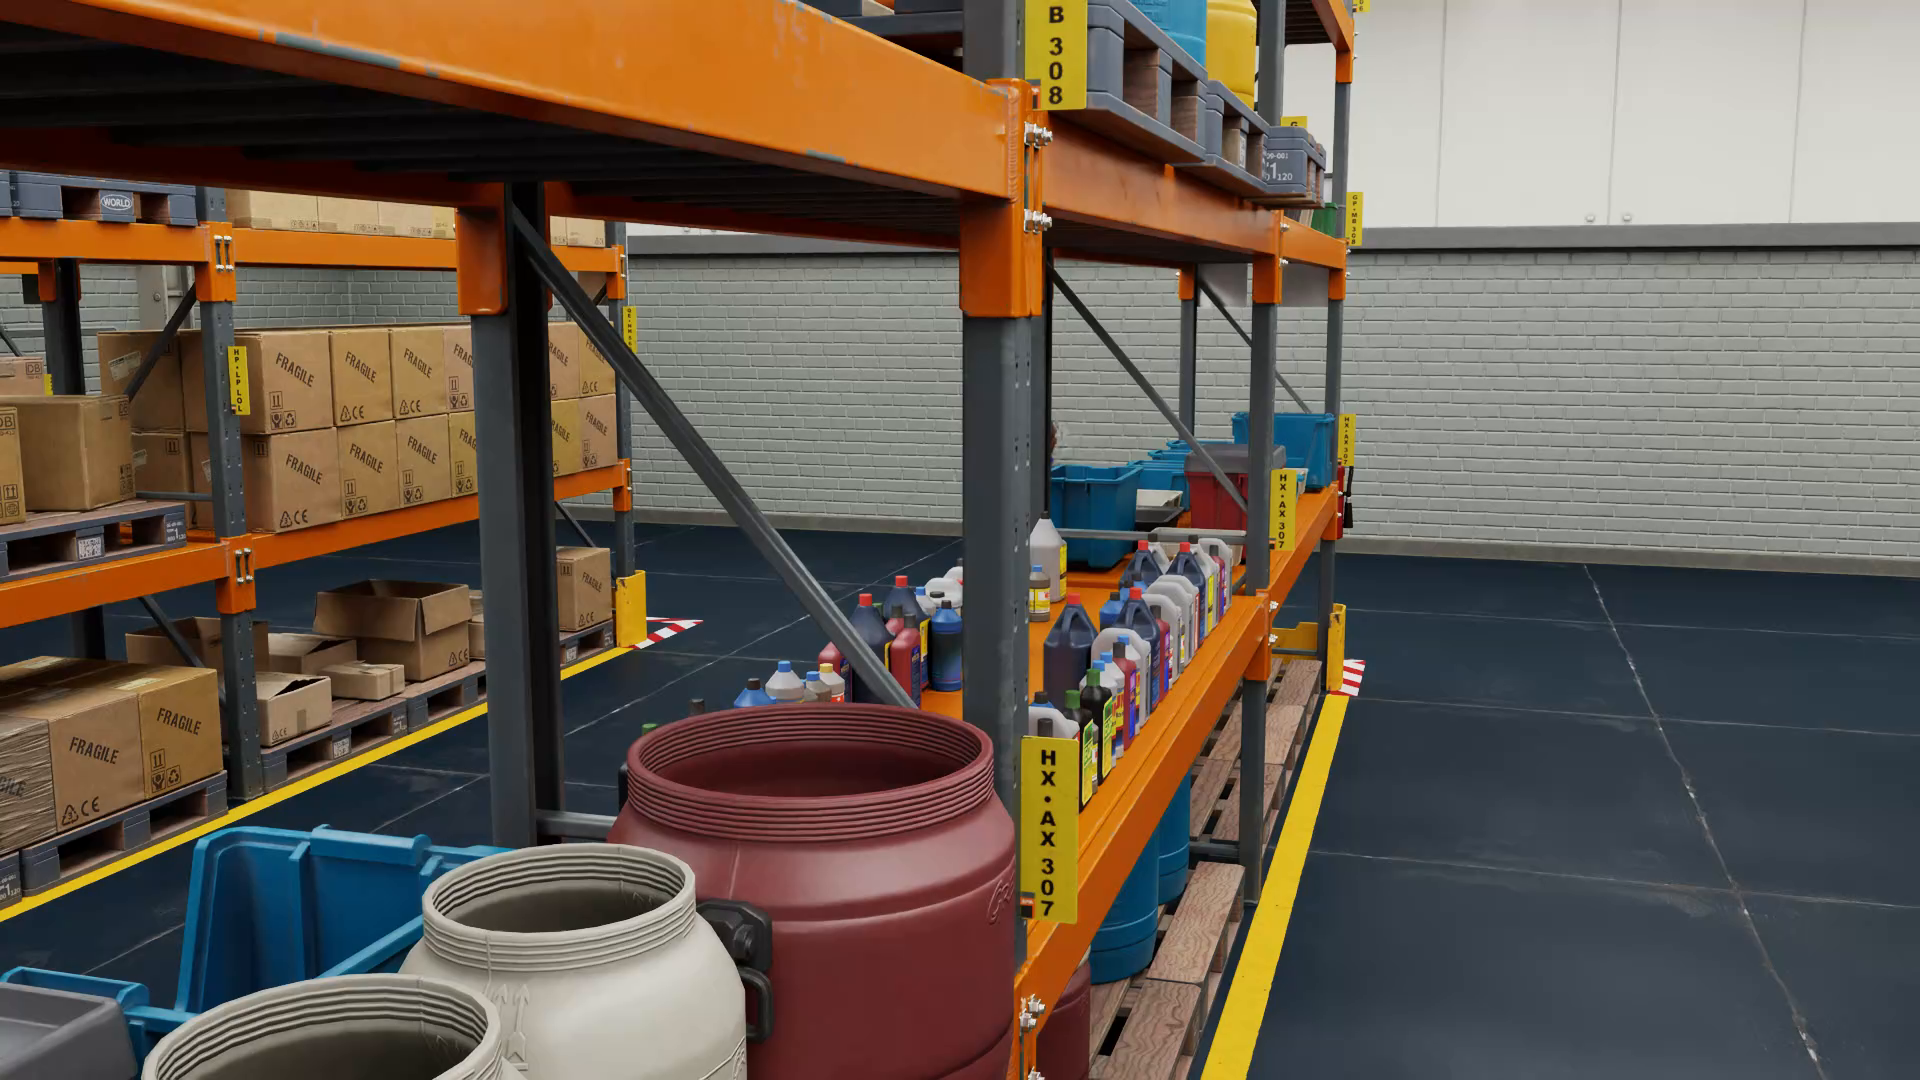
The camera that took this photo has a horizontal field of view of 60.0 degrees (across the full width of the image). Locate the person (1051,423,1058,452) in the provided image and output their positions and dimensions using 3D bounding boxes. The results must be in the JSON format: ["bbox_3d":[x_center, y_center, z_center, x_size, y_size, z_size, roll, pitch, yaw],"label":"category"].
[{"bbox_3d":[0.531,-0.061,11.870,0.538,1.637,0.410,2,9,15],"label":"person"}]
